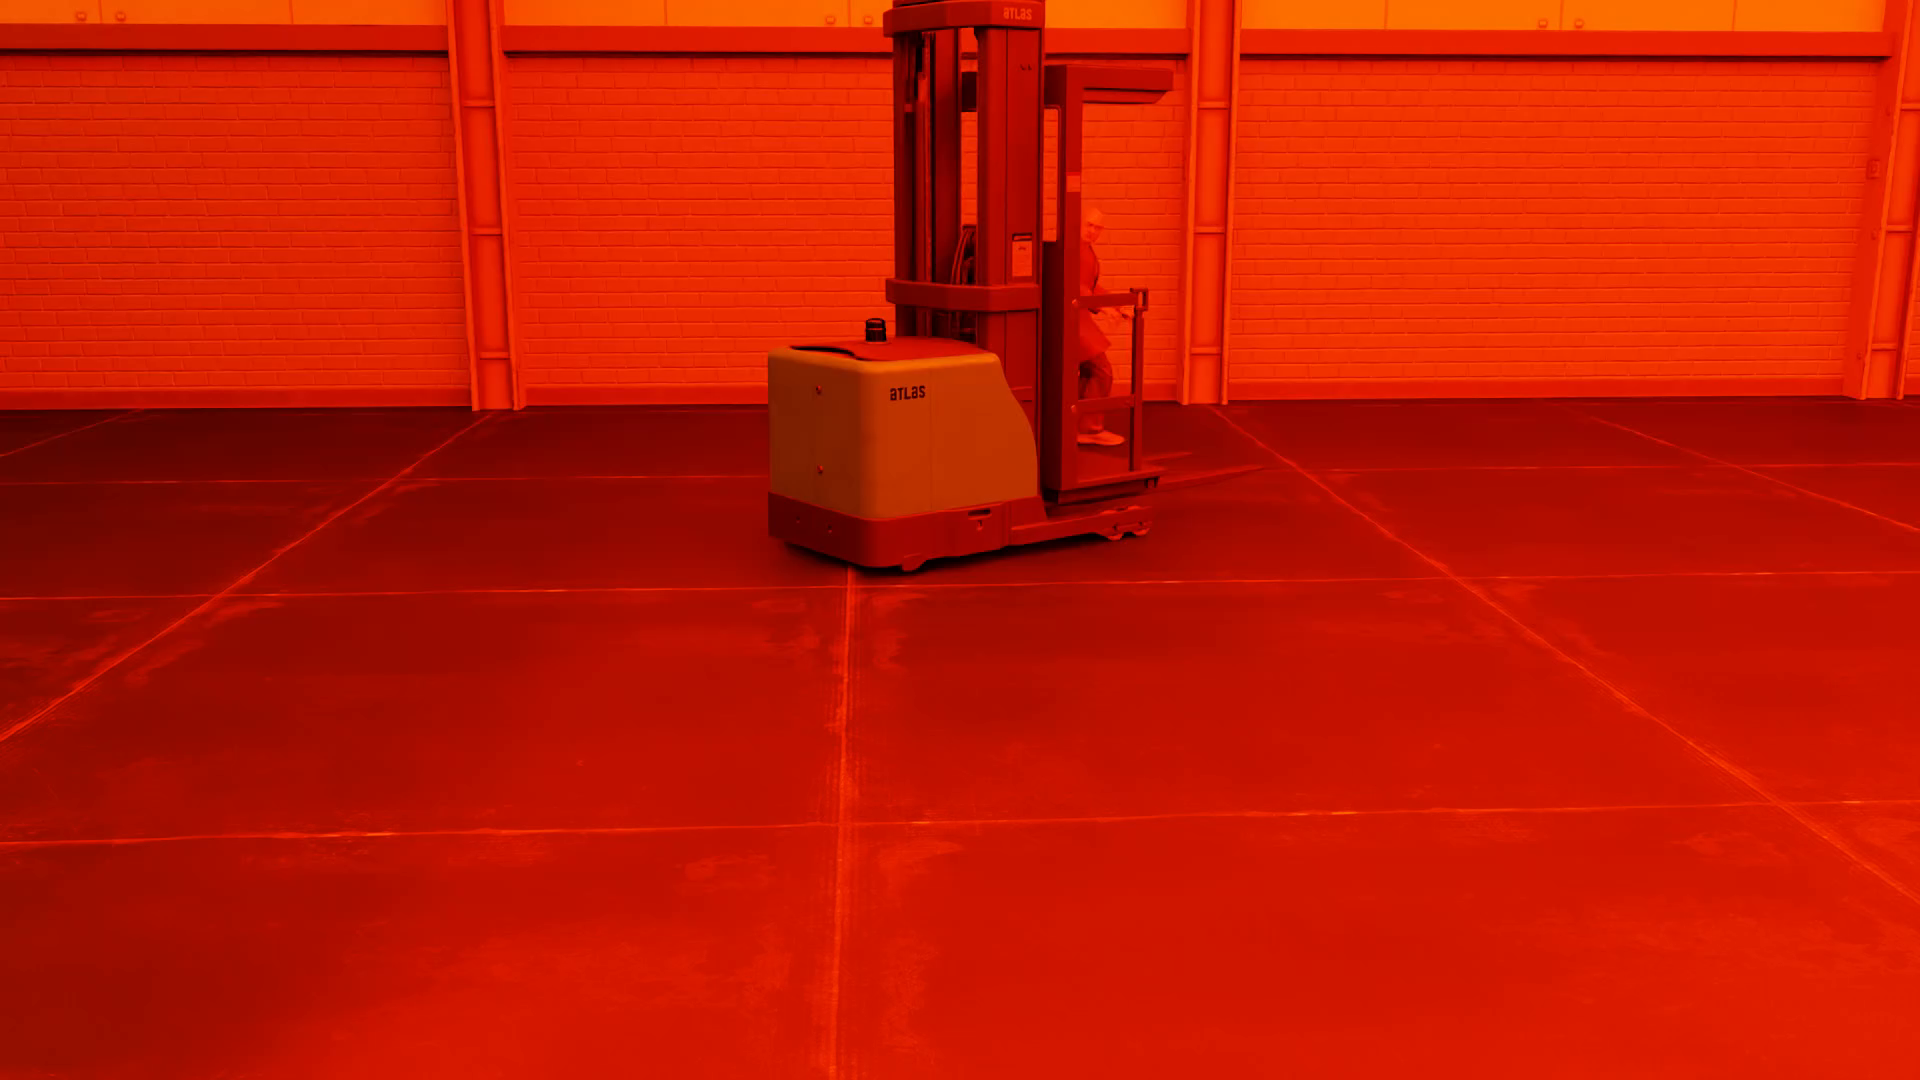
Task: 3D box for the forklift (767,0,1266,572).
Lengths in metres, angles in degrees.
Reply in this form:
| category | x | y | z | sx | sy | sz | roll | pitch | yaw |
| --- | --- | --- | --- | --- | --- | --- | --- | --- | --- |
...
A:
| category | x | y | z | sx | sy | sz | roll | pitch | yaw |
| --- | --- | --- | --- | --- | --- | --- | --- | --- | --- |
| forklift | 0.452 | -1.509 | 9.134 | 3.031 | 2.935 | 1.130 | -10 | 16 | -37 |

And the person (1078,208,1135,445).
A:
| category | x | y | z | sx | sy | sz | roll | pitch | yaw |
| --- | --- | --- | --- | --- | --- | --- | --- | --- | --- |
| person | 0.987 | -1.533 | 12.136 | 0.644 | 1.731 | 0.829 | 1 | 13 | 3 |
